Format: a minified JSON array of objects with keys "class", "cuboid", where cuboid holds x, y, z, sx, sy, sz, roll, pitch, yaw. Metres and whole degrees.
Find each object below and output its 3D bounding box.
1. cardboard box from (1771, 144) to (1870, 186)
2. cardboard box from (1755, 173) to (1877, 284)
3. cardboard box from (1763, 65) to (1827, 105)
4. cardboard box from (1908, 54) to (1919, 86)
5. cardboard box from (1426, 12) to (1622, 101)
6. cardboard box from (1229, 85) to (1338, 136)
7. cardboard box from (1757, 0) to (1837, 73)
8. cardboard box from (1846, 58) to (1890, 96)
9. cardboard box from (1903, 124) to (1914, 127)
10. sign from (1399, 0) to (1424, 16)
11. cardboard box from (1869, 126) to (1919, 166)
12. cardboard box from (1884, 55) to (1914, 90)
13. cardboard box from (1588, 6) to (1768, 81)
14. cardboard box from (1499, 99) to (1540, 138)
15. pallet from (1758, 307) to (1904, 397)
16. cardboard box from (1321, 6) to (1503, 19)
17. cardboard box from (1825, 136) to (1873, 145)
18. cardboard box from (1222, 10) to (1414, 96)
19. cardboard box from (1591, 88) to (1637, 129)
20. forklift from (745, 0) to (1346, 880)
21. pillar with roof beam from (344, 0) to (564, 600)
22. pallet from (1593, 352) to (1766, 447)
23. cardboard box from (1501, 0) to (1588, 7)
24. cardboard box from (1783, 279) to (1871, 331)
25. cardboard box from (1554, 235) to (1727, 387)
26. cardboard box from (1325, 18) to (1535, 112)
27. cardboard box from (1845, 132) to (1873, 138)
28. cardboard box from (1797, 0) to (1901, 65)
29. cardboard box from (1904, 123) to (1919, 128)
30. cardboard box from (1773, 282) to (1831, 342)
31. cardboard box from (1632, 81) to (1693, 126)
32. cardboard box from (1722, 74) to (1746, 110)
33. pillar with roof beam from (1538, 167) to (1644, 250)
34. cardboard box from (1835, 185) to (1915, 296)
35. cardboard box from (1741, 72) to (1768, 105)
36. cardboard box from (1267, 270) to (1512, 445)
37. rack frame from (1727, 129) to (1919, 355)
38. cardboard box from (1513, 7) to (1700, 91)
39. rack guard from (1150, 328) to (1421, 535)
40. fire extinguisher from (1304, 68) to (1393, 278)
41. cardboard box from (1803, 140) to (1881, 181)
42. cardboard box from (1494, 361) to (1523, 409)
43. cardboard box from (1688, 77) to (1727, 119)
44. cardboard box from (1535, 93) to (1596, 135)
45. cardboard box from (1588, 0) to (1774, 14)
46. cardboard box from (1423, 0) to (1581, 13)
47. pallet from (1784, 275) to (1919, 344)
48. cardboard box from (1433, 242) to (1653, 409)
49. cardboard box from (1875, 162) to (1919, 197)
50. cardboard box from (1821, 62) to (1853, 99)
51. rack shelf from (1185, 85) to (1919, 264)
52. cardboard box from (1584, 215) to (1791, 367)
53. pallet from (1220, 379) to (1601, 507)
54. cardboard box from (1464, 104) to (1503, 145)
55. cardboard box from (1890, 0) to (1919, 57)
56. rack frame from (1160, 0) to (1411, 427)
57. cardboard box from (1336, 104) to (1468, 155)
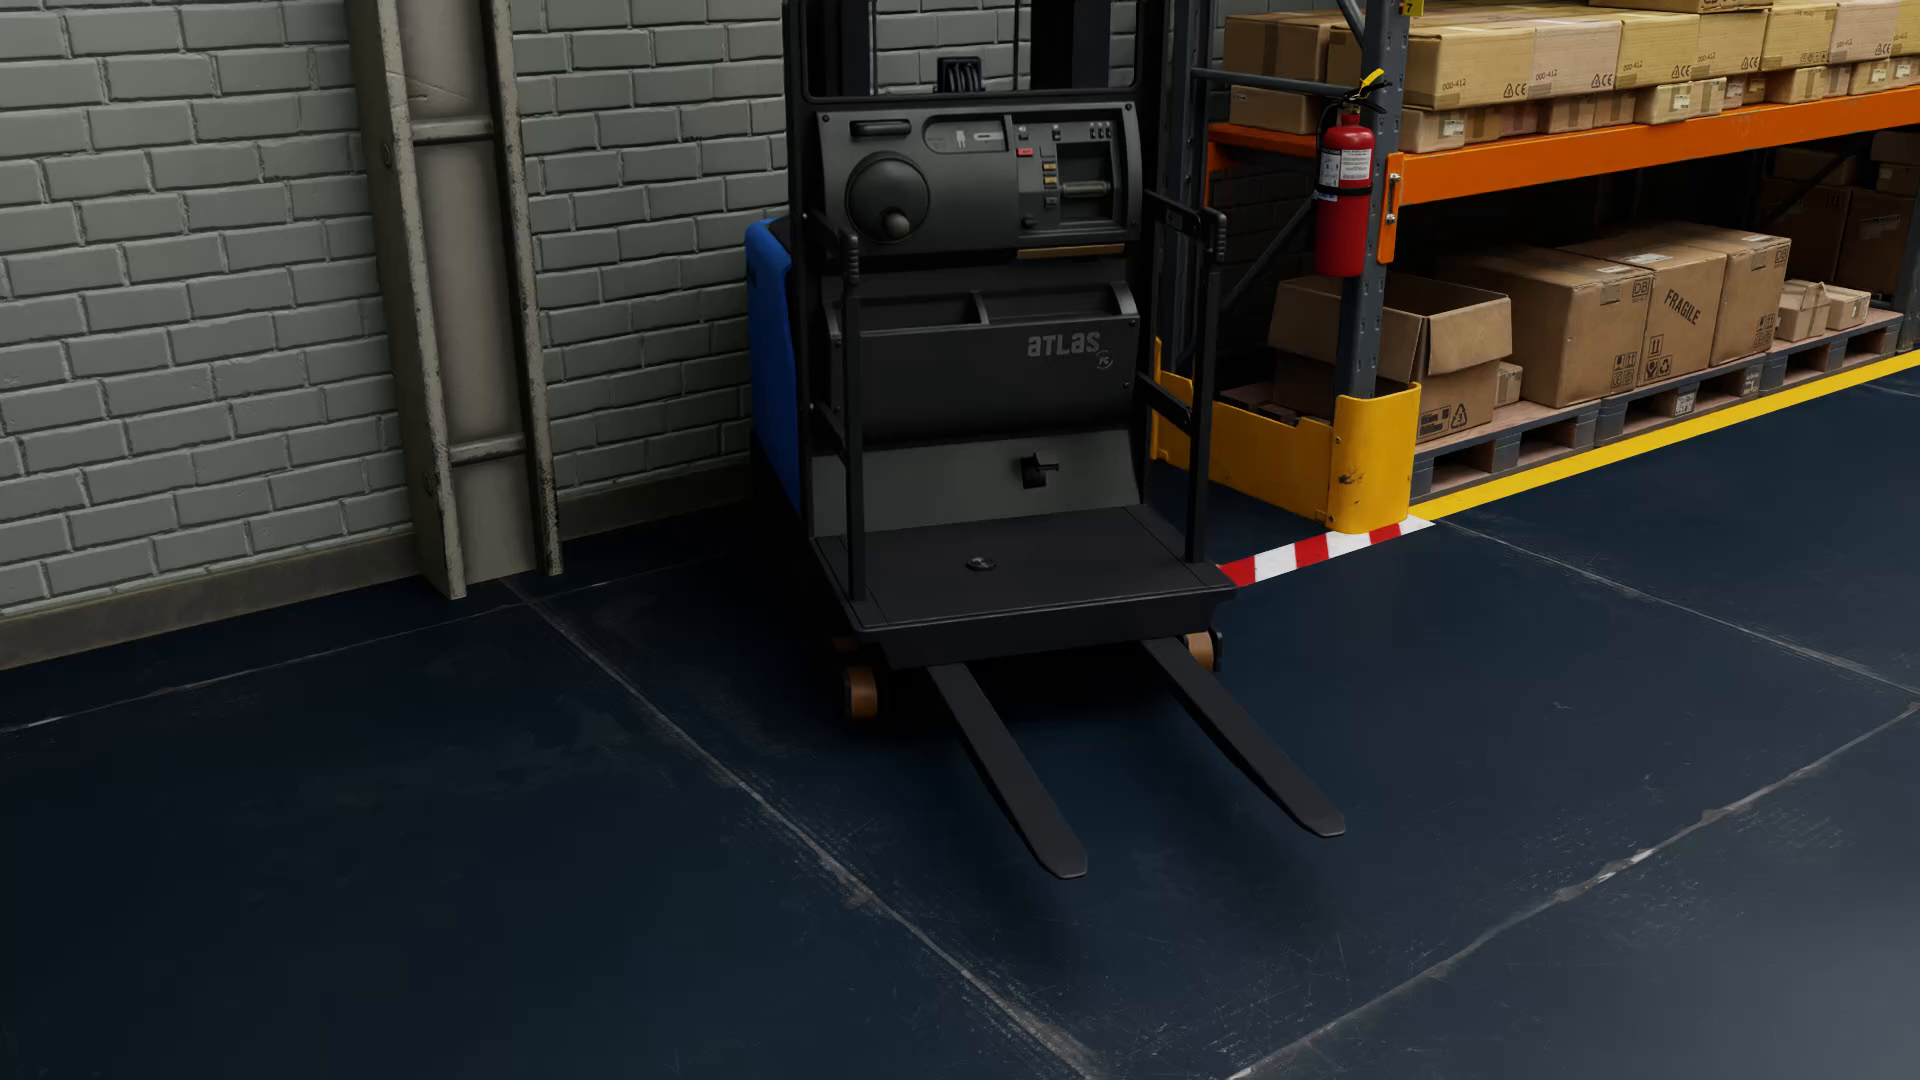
[{"class":"cardboard box","cuboid":[4.506,-1.967,8.708,0.250,0.149,0.380,-16,27,-35]},{"class":"cardboard box","cuboid":[4.601,-1.694,8.901,0.500,0.500,0.500,-15,26,-33]},{"class":"cardboard box","cuboid":[3.449,-1.964,7.111,0.250,0.149,0.380,-15,26,-34]},{"class":"cardboard box","cuboid":[4.264,-2.203,7.709,0.250,0.149,0.380,-15,26,-32]},{"class":"cardboard box","cuboid":[2.063,-1.794,6.146,0.500,0.250,0.500,-15,26,-32]},{"class":"cardboard box","cuboid":[1.241,-1.635,6.285,0.250,0.149,0.380,-15,26,-33]},{"class":"cardboard box","cuboid":[3.294,-2.133,6.995,0.500,0.250,0.500,-15,26,-33]},{"class":"cardboard box","cuboid":[3.869,-2.077,7.393,0.250,0.149,0.380,-14,26,-31]},{"class":"cardboard box","cuboid":[5.532,-2.260,9.443,0.250,0.149,0.380,-14,26,-32]},{"class":"sign","cuboid":[1.446,-1.838,5.287,0.005,0.325,0.100,-15,26,-33]},{"class":"cardboard box","cuboid":[4.787,-1.954,8.276,0.250,0.149,0.380,-15,26,-34]},{"class":"cardboard box","cuboid":[4.066,-2.140,7.552,0.250,0.149,0.380,-14,26,-31]},{"class":"cardboard box","cuboid":[2.876,-2.022,6.717,0.500,0.250,0.500,-16,27,-34]},{"class":"cardboard box","cuboid":[1.928,-1.607,6.216,0.250,0.149,0.380,-15,26,-34]},{"class":"pallet","cuboid":[3.818,-1.021,8.171,1.213,0.211,1.003,-15,26,-33]},{"class":"cardboard box","cuboid":[1.766,-1.958,6.558,0.500,0.250,0.500,-15,26,-33]},{"class":"cardboard box","cuboid":[4.909,-2.080,8.993,0.250,0.149,0.380,-15,26,-32]},{"class":"cardboard box","cuboid":[1.347,-1.847,6.279,0.500,0.250,0.500,-14,26,-31]},{"class":"cardboard box","cuboid":[2.381,-1.703,6.455,0.250,0.149,0.380,-14,26,-32]},{"class":"forklift","cuboid":[0.124,-1.014,4.483,1.130,2.935,3.031,-6,23,-15]},{"class":"pillar with roof beam","cuboid":[0.928,-2.778,0.716,0.400,9.000,9.100,-15,26,-33]},{"class":"pallet","cuboid":[2.826,-0.756,7.506,1.213,0.211,1.003,-15,26,-33]},{"class":"cardboard box","cuboid":[2.596,-2.177,7.106,0.500,0.250,0.500,-15,26,-33]},{"class":"cardboard box","cuboid":[4.095,-1.127,7.953,0.250,0.149,0.380,-16,27,-34]},{"class":"cardboard box","cuboid":[2.885,-0.995,7.148,0.500,0.500,0.500,-14,26,-32]},{"class":"cardboard box","cuboid":[1.654,-1.685,5.872,0.500,0.250,0.500,-15,26,-33]},{"class":"cardboard box","cuboid":[5.101,-2.144,9.152,0.250,0.149,0.380,-16,27,-35]},{"class":"cardboard box","cuboid":[3.707,-2.237,7.256,0.500,0.250,0.500,-15,26,-33]},{"class":"cardboard box","cuboid":[5.005,-2.007,8.407,0.250,0.149,0.380,-16,27,-35]},{"class":"cardboard box","cuboid":[3.805,-1.104,7.738,0.258,0.266,0.396,-14,26,-31]},{"class":"cardboard box","cuboid":[2.630,-1.735,6.536,0.250,0.149,0.380,-16,27,-34]},{"class":"cardboard box","cuboid":[3.001,-1.875,6.886,0.250,0.149,0.380,-15,26,-33]},{"class":"pillar with roof beam","cuboid":[5.798,-4.077,3.971,0.400,9.000,9.100,-15,26,-33]},{"class":"cardboard box","cuboid":[4.900,-1.536,8.504,0.500,0.500,0.500,-14,25,-31]},{"class":"cardboard box","cuboid":[3.174,-1.942,7.055,0.250,0.149,0.380,-14,26,-32]},{"class":"cardboard box","cuboid":[1.680,-0.739,6.502,0.637,0.503,0.797,-16,27,-35]},{"class":"rack frame","cuboid":[4.376,-2.465,8.026,0.127,3.000,1.000,-15,26,-33]},{"class":"cardboard box","cuboid":[2.473,-1.905,6.423,0.500,0.250,0.500,-16,26,-34]},{"class":"rack guard","cuboid":[1.190,-0.455,6.361,0.348,0.500,1.175,-15,26,-33]},{"class":"fire extinguisher","cuboid":[1.279,-1.219,5.512,0.183,0.674,0.296,-15,26,-33]},{"class":"cardboard box","cuboid":[4.716,-2.025,8.855,0.250,0.149,0.380,-15,26,-33]},{"class":"cardboard box","cuboid":[2.048,-0.654,6.768,0.250,0.149,0.380,-16,27,-35]},{"class":"cardboard box","cuboid":[2.832,-1.798,6.694,0.250,0.149,0.380,-14,26,-32]},{"class":"cardboard box","cuboid":[2.169,-1.644,6.307,0.250,0.149,0.380,-14,26,-31]},{"class":"cardboard box","cuboid":[2.872,-2.358,6.547,0.500,0.500,0.500,-14,26,-32]},{"class":"cardboard box","cuboid":[2.171,-2.064,6.823,0.500,0.250,0.500,-14,26,-31]},{"class":"pallet","cuboid":[5.014,-1.357,9.013,1.213,0.211,1.003,-15,26,-33]},{"class":"cardboard box","cuboid":[2.397,-0.910,6.937,0.500,0.500,0.700,-14,26,-31]},{"class":"cardboard box","cuboid":[4.822,-1.798,8.285,0.250,0.149,0.380,-14,25,-30]},{"class":"cardboard box","cuboid":[3.640,-2.028,7.271,0.250,0.149,0.380,-14,26,-31]},{"class":"rack shelf","cuboid":[2.752,-1.698,7.075,4.000,0.370,1.077,-15,26,-33]},{"class":"cardboard box","cuboid":[3.240,-1.135,7.500,0.500,0.500,0.700,-16,27,-35]},{"class":"pallet","cuboid":[1.837,-0.493,6.848,1.213,0.211,1.003,-15,26,-33]},{"class":"cardboard box","cuboid":[1.735,-1.540,6.047,0.250,0.149,0.380,-14,26,-32]},{"class":"cardboard box","cuboid":[4.105,-2.350,7.539,0.500,0.250,0.500,-14,26,-32]},{"class":"rack frame","cuboid":[1.129,-1.599,5.856,0.127,3.000,1.000,-15,26,-33]},{"class":"cardboard box","cuboid":[1.556,-1.471,5.875,0.250,0.149,0.380,-15,26,-33]}]
